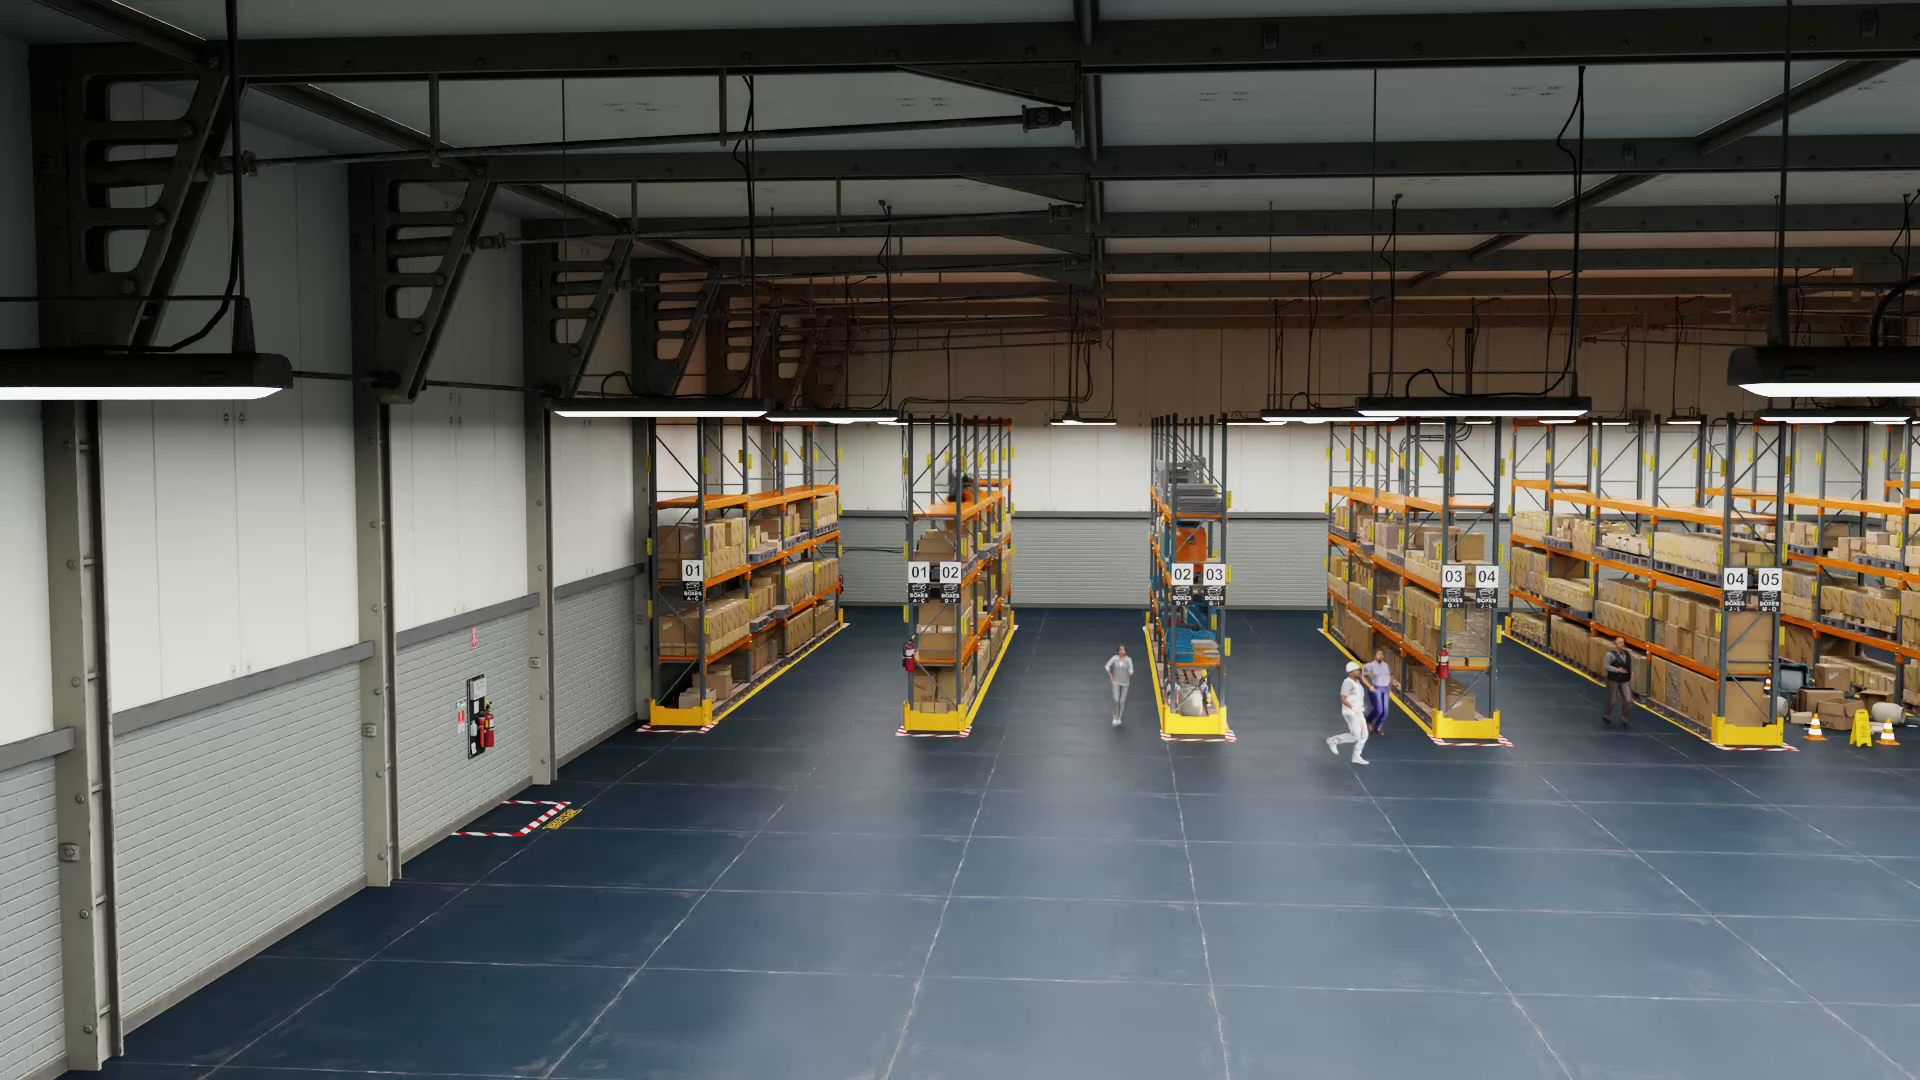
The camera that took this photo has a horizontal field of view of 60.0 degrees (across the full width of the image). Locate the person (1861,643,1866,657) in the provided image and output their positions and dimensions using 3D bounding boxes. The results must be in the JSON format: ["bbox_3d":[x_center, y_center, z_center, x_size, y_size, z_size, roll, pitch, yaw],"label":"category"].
[{"bbox_3d":[21.586,2.230,39.760,0.588,1.651,0.618,0,4,7],"label":"person"}]

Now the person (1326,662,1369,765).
[{"bbox_3d":[6.655,2.950,28.413,0.719,1.750,0.665,2,4,28],"label":"person"}]

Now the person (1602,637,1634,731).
[{"bbox_3d":[12.544,2.748,31.670,0.673,1.801,0.760,0,4,-7],"label":"person"}]

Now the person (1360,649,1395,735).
[{"bbox_3d":[7.814,2.835,30.941,0.597,1.601,0.550,-1,4,-20],"label":"person"}]

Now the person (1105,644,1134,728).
[{"bbox_3d":[3.064,2.793,31.853,0.526,1.598,0.664,0,4,-1],"label":"person"}]
